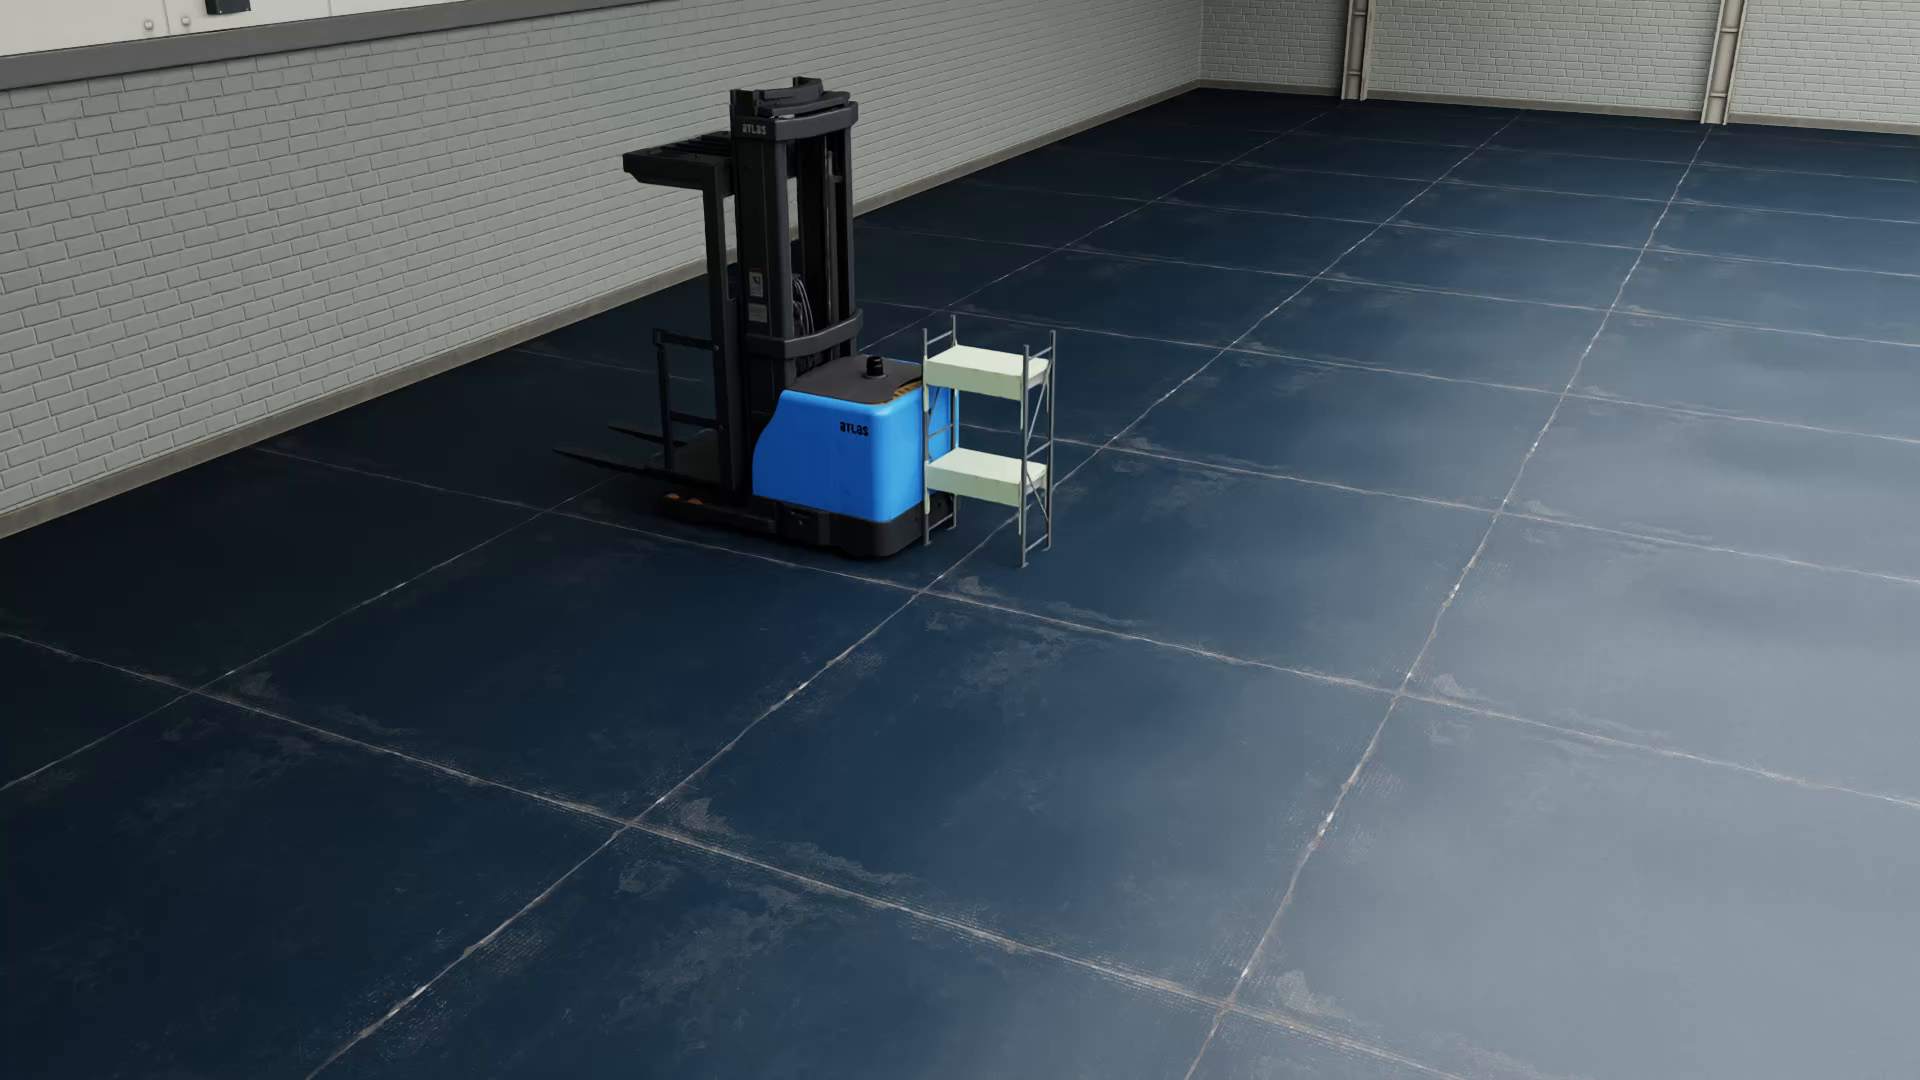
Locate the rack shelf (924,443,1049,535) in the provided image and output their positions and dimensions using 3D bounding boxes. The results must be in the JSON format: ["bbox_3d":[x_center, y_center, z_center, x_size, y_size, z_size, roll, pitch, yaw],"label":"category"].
[{"bbox_3d":[0.181,-0.343,10.973,0.720,0.370,0.431,13,26,27],"label":"rack shelf"}]

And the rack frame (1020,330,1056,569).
[{"bbox_3d":[0.498,-0.571,10.677,0.023,1.500,0.400,13,26,27],"label":"rack frame"}]

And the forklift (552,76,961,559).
[{"bbox_3d":[-1.529,-1.632,11.342,3.031,2.935,1.130,13,26,27],"label":"forklift"}]

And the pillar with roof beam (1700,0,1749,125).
[{"bbox_3d":[10.505,-9.530,22.161,0.400,9.000,9.100,11,25,25],"label":"pillar with roof beam"}]

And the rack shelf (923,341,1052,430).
[{"bbox_3d":[0.181,-1.002,10.692,0.720,0.370,0.431,13,26,27],"label":"rack shelf"}]

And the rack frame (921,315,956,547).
[{"bbox_3d":[-0.137,-0.714,11.013,0.023,1.500,0.400,13,26,27],"label":"rack frame"}]

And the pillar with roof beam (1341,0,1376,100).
[{"bbox_3d":[5.150,-10.590,24.652,0.400,9.000,9.100,11,25,25],"label":"pillar with roof beam"}]

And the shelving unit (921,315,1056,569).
[{"bbox_3d":[0.181,-0.643,10.845,0.755,1.500,0.431,13,26,27],"label":"shelving unit"}]

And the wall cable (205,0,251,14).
[{"bbox_3d":[-4.855,-6.951,11.752,0.169,6.003,2.305,11,25,25],"label":"wall cable"}]
